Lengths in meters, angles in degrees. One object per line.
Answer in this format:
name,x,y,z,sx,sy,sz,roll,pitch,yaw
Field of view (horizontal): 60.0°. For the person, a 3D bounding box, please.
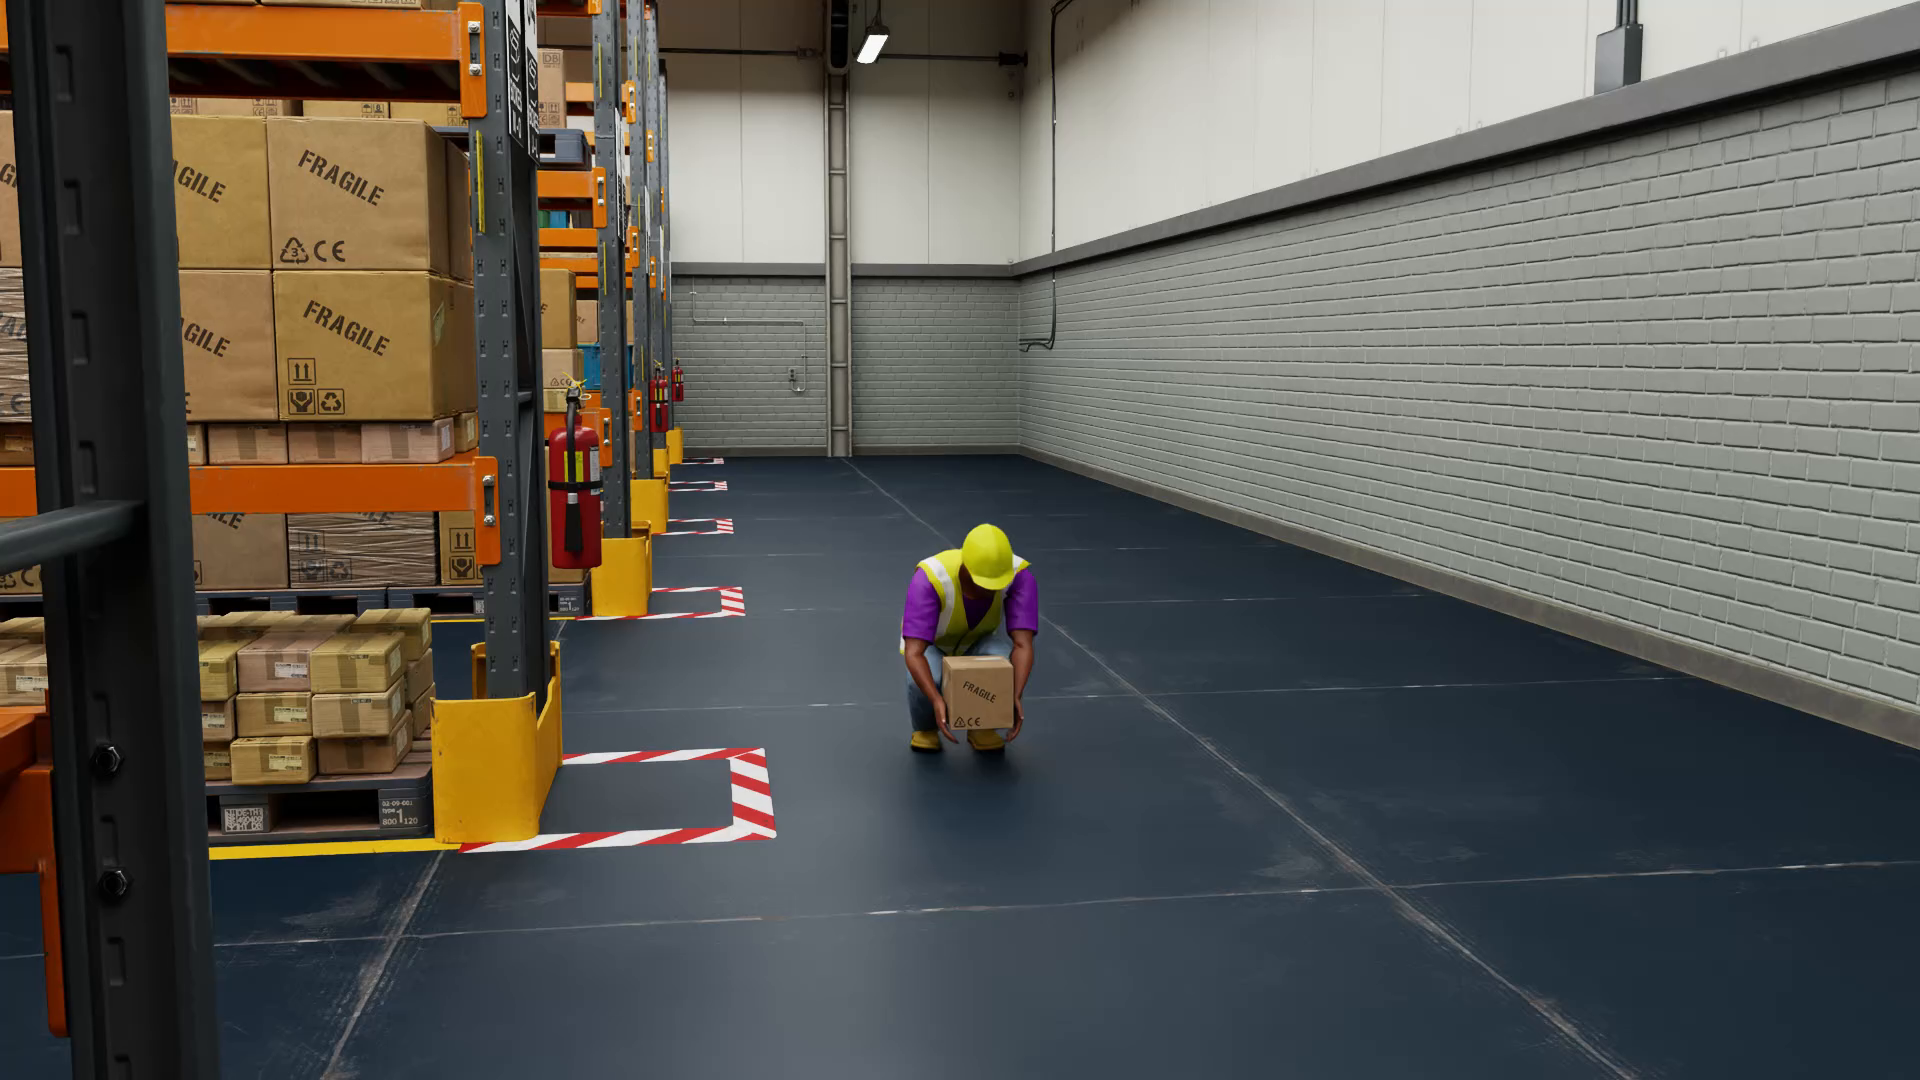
person,0.032,0.422,6.975,0.585,0.967,0.874,-1,7,-9
